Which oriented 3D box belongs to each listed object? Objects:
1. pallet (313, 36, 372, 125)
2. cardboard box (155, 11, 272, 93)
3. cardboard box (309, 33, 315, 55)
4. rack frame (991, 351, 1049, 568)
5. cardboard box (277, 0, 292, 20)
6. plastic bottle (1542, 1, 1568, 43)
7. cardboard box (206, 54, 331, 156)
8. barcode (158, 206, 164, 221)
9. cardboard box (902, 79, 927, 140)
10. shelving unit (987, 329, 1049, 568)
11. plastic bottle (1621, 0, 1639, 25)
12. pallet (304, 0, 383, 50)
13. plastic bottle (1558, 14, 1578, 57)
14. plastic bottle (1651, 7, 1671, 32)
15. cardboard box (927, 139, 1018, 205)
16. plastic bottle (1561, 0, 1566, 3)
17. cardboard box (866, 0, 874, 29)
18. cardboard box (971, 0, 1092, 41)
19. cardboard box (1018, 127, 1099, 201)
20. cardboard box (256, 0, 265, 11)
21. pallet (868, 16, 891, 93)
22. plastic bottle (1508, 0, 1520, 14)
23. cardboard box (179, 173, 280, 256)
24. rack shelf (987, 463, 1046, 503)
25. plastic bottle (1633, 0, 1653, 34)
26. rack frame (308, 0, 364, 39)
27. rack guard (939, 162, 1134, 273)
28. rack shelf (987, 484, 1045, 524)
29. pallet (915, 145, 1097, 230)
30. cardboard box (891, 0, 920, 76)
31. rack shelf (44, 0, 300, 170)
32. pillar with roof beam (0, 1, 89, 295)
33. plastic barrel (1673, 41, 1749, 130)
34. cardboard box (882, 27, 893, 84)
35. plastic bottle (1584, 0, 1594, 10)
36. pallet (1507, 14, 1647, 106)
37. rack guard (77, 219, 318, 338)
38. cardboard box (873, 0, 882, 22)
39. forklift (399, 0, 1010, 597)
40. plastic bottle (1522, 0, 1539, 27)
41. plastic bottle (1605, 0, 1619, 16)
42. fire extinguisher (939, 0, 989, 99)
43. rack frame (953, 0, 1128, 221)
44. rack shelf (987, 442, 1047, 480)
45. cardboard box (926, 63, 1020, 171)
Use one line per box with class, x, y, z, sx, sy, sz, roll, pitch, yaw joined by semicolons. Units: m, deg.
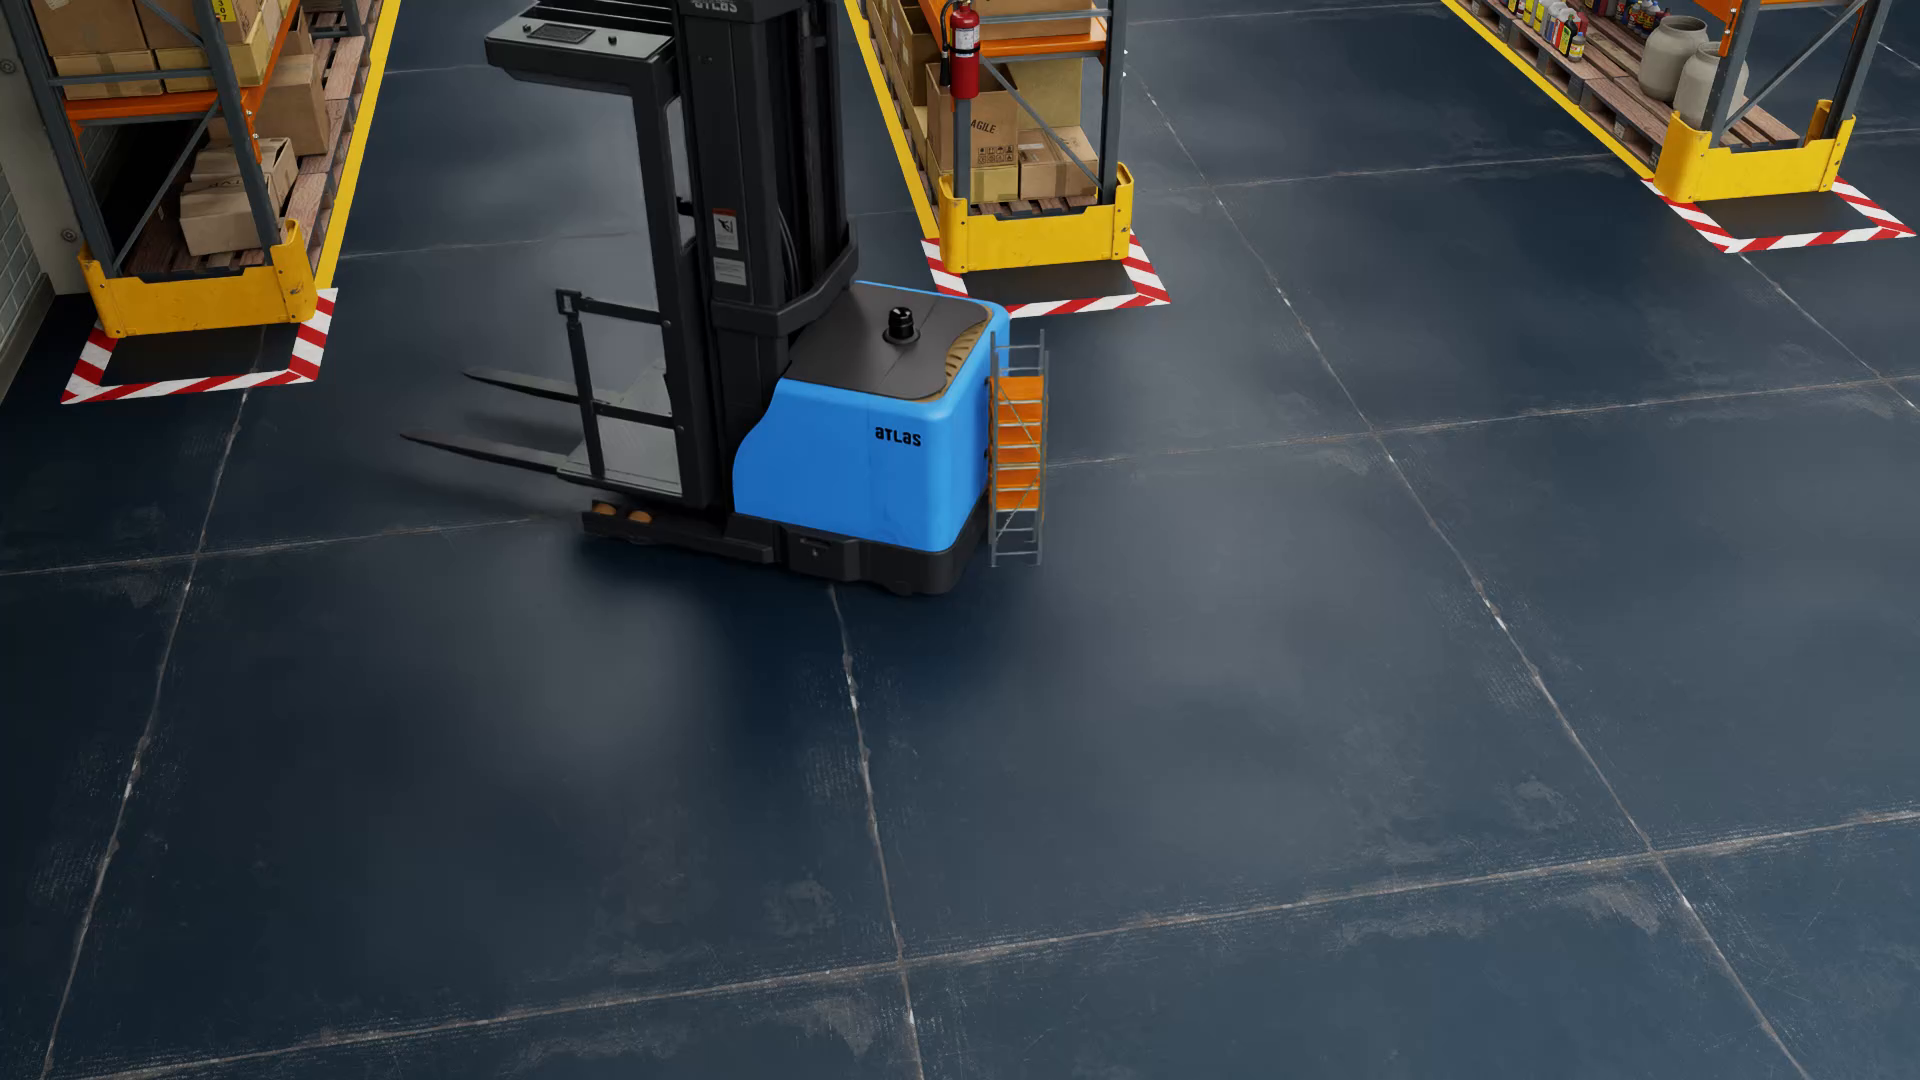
pallet;-4.963;-3.384;12.333;1.003;0.211;1.213;-6;38;-8
cardboard box;-4.187;-2.748;9.348;0.500;0.250;0.500;-7;38;-9
cardboard box;-4.992;-3.622;12.317;0.380;0.166;0.250;-11;39;-14
rack frame;0.269;-0.346;7.617;0.240;1.200;0.006;-3;38;-3
cardboard box;-4.376;-3.369;10.147;0.500;0.250;0.500;-7;38;-9
plastic bottle;4.544;-3.935;12.632;0.152;0.276;0.135;-7;38;-9
cardboard box;-4.627;-2.878;11.088;0.700;0.500;0.500;-9;39;-11
barcode;-4.844;-1.982;10.081;0.001;0.075;0.075;-6;38;-8
cardboard box;-0.112;-2.980;11.440;0.500;0.250;0.500;-6;38;-8
shelving unit;0.262;-0.402;7.689;0.258;1.200;0.189;-3;38;-3
plastic bottle;5.215;-4.151;12.913;0.097;0.271;0.097;0;38;0
pallet;-5.254;-4.255;13.455;1.003;0.211;1.213;-6;38;-8
plastic bottle;4.547;-3.768;12.410;0.061;0.283;0.133;-5;38;-7
plastic bottle;5.306;-3.905;12.586;0.061;0.283;0.133;-6;38;-7
cardboard box;0.077;-2.378;10.665;0.500;0.250;0.500;-6;38;-8
plastic bottle;4.620;-4.178;12.945;0.152;0.276;0.135;-6;38;-8
cardboard box;-0.457;-4.189;12.996;0.500;0.250;0.500;-6;38;-8
cardboard box;0.393;-3.328;9.908;0.700;0.500;0.500;-6;38;-8
cardboard box;0.587;-2.433;10.736;0.500;0.250;0.500;-6;38;-8
cardboard box;-4.279;-3.336;9.493;0.500;0.500;0.500;-6;38;-8
pallet;-0.141;-3.836;12.915;1.003;0.211;1.213;-6;38;-8
plastic bottle;4.392;-4.303;13.099;0.061;0.283;0.133;-5;38;-6
cardboard box;-4.447;-2.010;10.125;0.500;0.311;0.500;-10;39;-13
rack shelf;0.262;-0.272;7.790;0.258;0.103;0.180;-3;38;-3
plastic bottle;5.250;-4.029;12.756;0.097;0.271;0.097;0;38;0
rack frame;-5.116;-4.887;11.995;1.000;3.000;0.127;-6;38;-8
rack guard;0.466;-2.004;10.322;1.175;0.500;0.348;-6;38;-8
rack shelf;0.262;-0.177;7.864;0.258;0.103;0.180;-3;38;-3
pallet;0.287;-2.362;11.018;1.003;0.211;1.213;-6;38;-8
cardboard box;-0.201;-3.578;11.599;0.500;0.500;0.500;-6;38;-8
rack shelf;-4.765;-3.394;10.661;1.077;0.370;4.000;-6;38;-8
pillar with roof beam;-1.151;-5.632;8.065;9.100;9.000;0.400;-6;38;-8
plastic barrel;5.148;-3.109;11.392;0.421;0.512;0.421;0;38;0
cardboard box;-0.291;-3.584;12.217;0.500;0.250;0.500;-6;38;-8
plastic bottle;5.028;-4.358;13.170;0.061;0.283;0.133;-6;38;-8
pallet;4.932;-3.702;12.744;1.003;0.211;1.213;-6;38;-8
rack guard;-4.428;-1.529;9.711;1.175;0.500;0.348;-6;38;-8
cardboard box;-0.371;-4.183;12.377;0.500;0.500;0.500;-6;38;-8
forklift;-1.326;-1.427;7.598;3.031;2.935;1.130;11;39;14
plastic bottle;4.478;-4.177;12.882;0.144;0.351;0.185;-7;38;-8
plastic bottle;5.149;-4.283;13.079;0.152;0.276;0.135;-6;38;-7
fire extinguisher;0.025;-2.854;9.441;0.296;0.674;0.183;-6;38;-8
rack frame;0.462;-3.006;9.574;1.000;3.000;0.127;-6;38;-8
rack shelf;0.262;-0.367;7.717;0.258;0.103;0.180;-3;38;-3
cardboard box;0.075;-2.674;10.434;0.500;0.500;0.500;-6;38;-8
